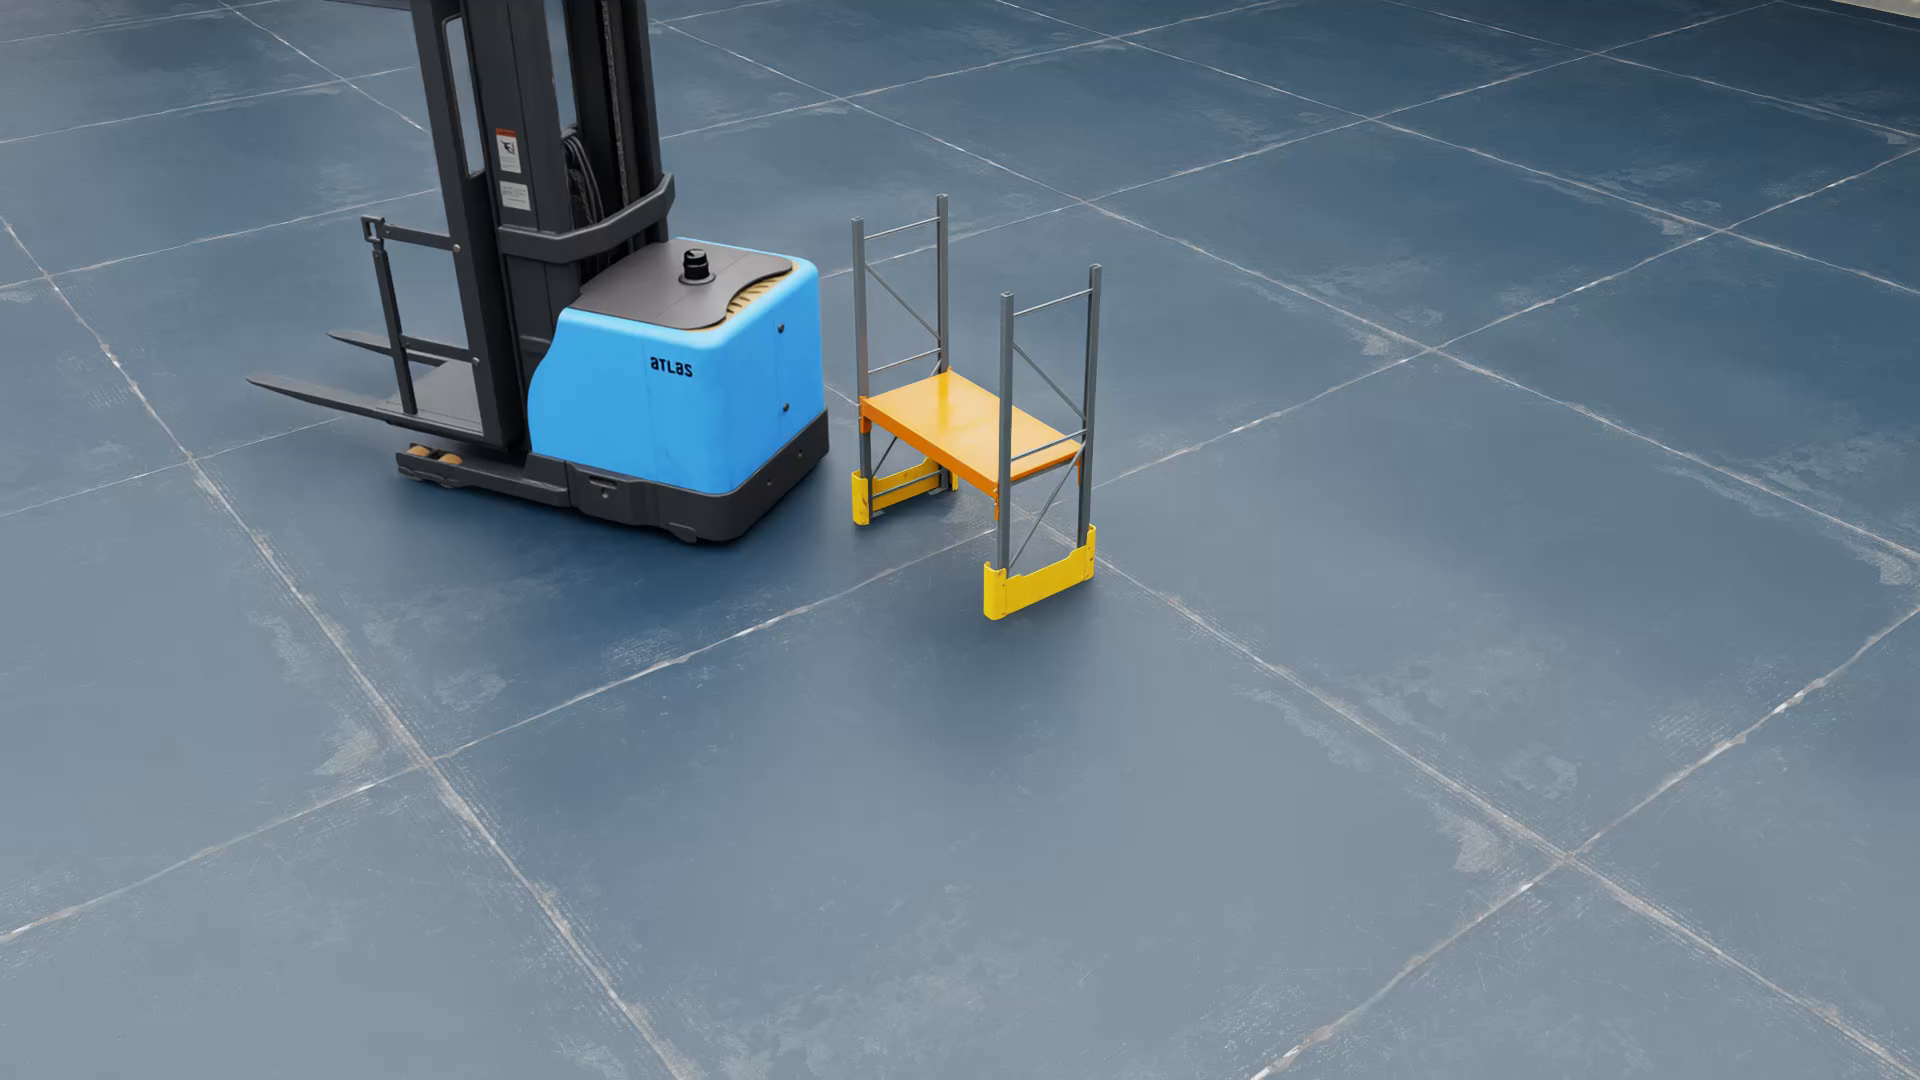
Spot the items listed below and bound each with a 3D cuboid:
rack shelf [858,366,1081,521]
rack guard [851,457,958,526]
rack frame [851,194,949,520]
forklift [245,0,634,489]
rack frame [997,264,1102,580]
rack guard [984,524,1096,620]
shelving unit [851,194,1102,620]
[{"bbox_3d":[0.052,-0.449,7.392,0.538,0.185,1.000,-22,38,-31],"label":"rack shelf"},{"bbox_3d":[-0.259,-0.282,7.967,0.587,0.250,0.087,-22,38,-31],"label":"rack guard"},{"bbox_3d":[-0.259,-0.813,7.638,0.500,1.500,0.032,-22,38,-31],"label":"rack frame"},{"bbox_3d":[-2.216,-1.739,7.772,3.031,2.935,1.121,13,34,20],"label":"forklift"},{"bbox_3d":[0.364,-0.390,6.956,0.500,1.500,0.032,-22,38,-31],"label":"rack frame"},{"bbox_3d":[0.352,0.133,7.299,0.587,0.250,0.087,-22,38,-31],"label":"rack guard"},{"bbox_3d":[0.047,-0.605,7.303,0.587,1.500,1.083,-22,38,-31],"label":"shelving unit"}]
